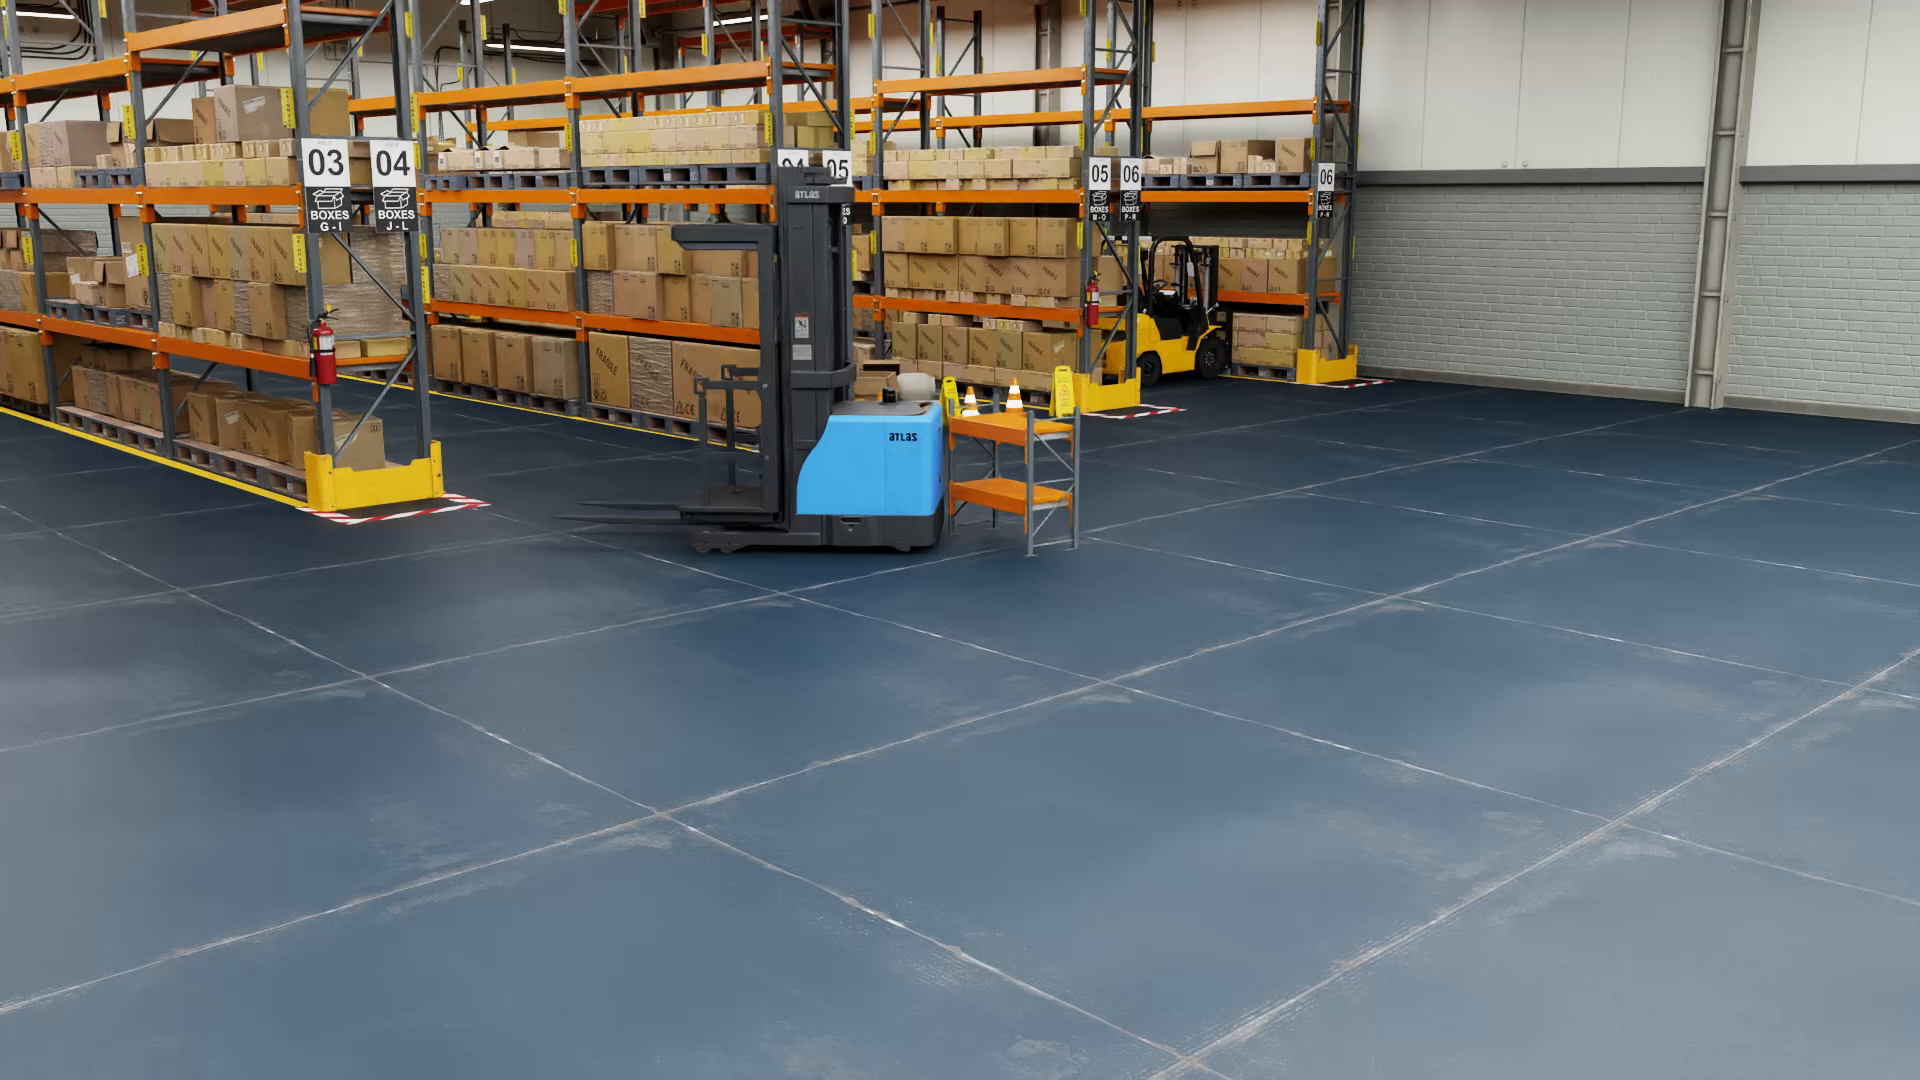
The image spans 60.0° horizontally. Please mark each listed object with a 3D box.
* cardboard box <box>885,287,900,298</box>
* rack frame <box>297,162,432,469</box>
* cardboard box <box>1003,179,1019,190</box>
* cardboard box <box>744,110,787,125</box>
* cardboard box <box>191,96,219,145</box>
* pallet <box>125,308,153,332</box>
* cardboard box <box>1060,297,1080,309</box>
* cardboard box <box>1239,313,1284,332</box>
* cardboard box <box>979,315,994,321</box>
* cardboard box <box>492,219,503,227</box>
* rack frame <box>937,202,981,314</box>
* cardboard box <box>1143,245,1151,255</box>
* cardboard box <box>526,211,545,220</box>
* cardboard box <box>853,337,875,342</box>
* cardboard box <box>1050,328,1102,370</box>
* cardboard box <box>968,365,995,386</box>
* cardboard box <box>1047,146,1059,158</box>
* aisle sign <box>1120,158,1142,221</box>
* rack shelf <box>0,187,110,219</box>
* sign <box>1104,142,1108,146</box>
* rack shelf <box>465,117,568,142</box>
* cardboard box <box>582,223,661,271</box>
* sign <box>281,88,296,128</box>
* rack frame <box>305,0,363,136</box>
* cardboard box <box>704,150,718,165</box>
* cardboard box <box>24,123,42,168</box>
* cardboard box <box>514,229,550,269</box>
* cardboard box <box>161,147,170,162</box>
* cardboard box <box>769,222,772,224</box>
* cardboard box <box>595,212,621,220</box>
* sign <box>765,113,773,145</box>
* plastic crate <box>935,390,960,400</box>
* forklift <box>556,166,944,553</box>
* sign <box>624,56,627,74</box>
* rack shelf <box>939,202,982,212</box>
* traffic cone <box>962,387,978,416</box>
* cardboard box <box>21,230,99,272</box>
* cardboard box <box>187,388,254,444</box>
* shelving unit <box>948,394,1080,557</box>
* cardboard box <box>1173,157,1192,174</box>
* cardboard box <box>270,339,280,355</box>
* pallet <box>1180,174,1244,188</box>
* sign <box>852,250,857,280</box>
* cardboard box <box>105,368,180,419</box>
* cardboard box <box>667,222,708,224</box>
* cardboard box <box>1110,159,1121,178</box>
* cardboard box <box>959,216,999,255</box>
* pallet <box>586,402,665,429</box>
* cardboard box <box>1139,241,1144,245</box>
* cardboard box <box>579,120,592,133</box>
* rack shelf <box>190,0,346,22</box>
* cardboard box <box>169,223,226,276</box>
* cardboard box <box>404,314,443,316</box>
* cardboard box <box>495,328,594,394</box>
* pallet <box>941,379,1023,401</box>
[{"bbox_3d":[-0.850,-3.559,23.873,0.380,0.149,0.250,-11,16,-43],"label":"cardboard box"},{"bbox_3d":[-5.241,-1.808,14.751,1.000,3.000,0.127,-11,16,-43],"label":"rack frame"},{"bbox_3d":[0.790,-4.699,21.975,0.380,0.149,0.250,-11,16,-43],"label":"cardboard box"},{"bbox_3d":[-2.062,-4.477,17.633,0.380,0.149,0.250,-11,16,-42],"label":"cardboard box"},{"bbox_3d":[-7.508,-4.270,17.045,0.500,0.500,0.500,11,16,43],"label":"cardboard box"},{"bbox_3d":[-8.426,-2.429,18.244,1.003,0.211,1.213,-11,16,-43],"label":"pallet"},{"bbox_3d":[1.514,-3.090,21.600,0.380,0.149,0.250,-10,15,-41],"label":"cardboard box"},{"bbox_3d":[4.614,-3.327,25.421,0.500,0.250,0.500,-11,16,-42],"label":"cardboard box"},{"bbox_3d":[0.867,-3.904,29.770,0.875,0.625,0.625,-10,15,-41],"label":"cardboard box"},{"bbox_3d":[-8.635,-5.878,31.783,0.500,0.500,0.500,11,16,44],"label":"cardboard box"},{"bbox_3d":[-0.010,-5.048,30.481,1.000,3.000,0.127,-11,16,-43],"label":"rack frame"},{"bbox_3d":[3.162,-4.676,26.820,0.380,0.149,0.250,-11,16,-43],"label":"cardboard box"},{"bbox_3d":[-7.821,-6.026,30.893,0.380,0.149,0.250,-11,16,-43],"label":"cardboard box"},{"bbox_3d":[-1.699,-2.872,25.387,0.950,0.372,0.625,-10,15,-39],"label":"cardboard box"},{"bbox_3d":[1.553,-2.574,22.388,0.500,0.500,0.500,11,16,43],"label":"cardboard box"},{"bbox_3d":[0.457,-2.280,22.819,0.500,0.250,0.500,11,16,43],"label":"cardboard box"},{"bbox_3d":[1.329,-4.976,21.345,0.380,0.149,0.250,-11,16,-42],"label":"cardboard box"},{"bbox_3d":[2.194,-4.496,21.358,0.394,0.787,0.004,-11,16,-43],"label":"aisle sign"},{"bbox_3d":[-12.147,-4.384,21.605,1.077,0.370,4.000,-11,16,-43],"label":"rack shelf"},{"bbox_3d":[2.366,-6.264,26.887,0.100,0.325,0.005,-11,16,-43],"label":"sign"},{"bbox_3d":[-7.741,-7.622,30.879,1.077,0.370,4.000,-11,16,-43],"label":"rack shelf"},{"bbox_3d":[-4.116,-3.611,20.459,0.875,0.550,0.550,-11,16,-43],"label":"cardboard box"},{"bbox_3d":[-5.656,-3.636,13.998,0.100,0.325,0.005,-11,16,-43],"label":"sign"},{"bbox_3d":[-9.871,-7.174,25.930,1.000,3.000,0.127,-11,16,-43],"label":"rack frame"},{"bbox_3d":[-2.584,-4.197,18.251,0.380,0.149,0.250,-11,16,-42],"label":"cardboard box"},{"bbox_3d":[-10.627,-4.634,19.548,0.500,0.500,0.500,-11,16,-42],"label":"cardboard box"},{"bbox_3d":[-5.398,-3.827,21.826,0.700,0.500,0.500,-11,16,-42],"label":"cardboard box"},{"bbox_3d":[-7.768,-3.863,16.676,0.250,0.149,0.380,11,16,42],"label":"cardboard box"},{"bbox_3d":[-3.609,-6.326,34.459,0.500,0.500,0.500,11,16,44],"label":"cardboard box"},{"bbox_3d":[-6.391,-5.878,30.177,0.380,0.149,0.250,-11,16,-43],"label":"cardboard box"},{"bbox_3d":[-1.986,-4.274,17.293,0.100,0.325,0.005,-11,16,-43],"label":"sign"},{"bbox_3d":[-0.344,-1.999,22.915,0.583,0.080,0.402,6,13,26],"label":"plastic crate"},{"bbox_3d":[-1.673,-1.442,13.146,3.031,2.935,1.130,1,12,4],"label":"forklift"},{"bbox_3d":[-5.976,-8.452,29.622,0.100,0.325,0.005,-11,16,-43],"label":"sign"},{"bbox_3d":[1.371,-5.873,28.834,1.077,0.370,4.000,-11,16,-43],"label":"rack shelf"},{"bbox_3d":[0.129,-1.625,20.150,0.336,0.463,0.334,-11,16,-43],"label":"traffic cone"},{"bbox_3d":[-11.259,-3.624,20.836,0.797,0.503,0.637,-10,15,-41],"label":"cardboard box"},{"bbox_3d":[-7.756,-1.309,17.484,0.500,0.500,0.500,11,16,43],"label":"cardboard box"},{"bbox_3d":[0.415,-0.532,13.205,0.538,1.125,1.048,-8,14,-36],"label":"shelving unit"},{"bbox_3d":[3.557,-5.864,26.049,0.258,0.266,0.396,11,16,44],"label":"cardboard box"},{"bbox_3d":[-6.130,-1.802,15.346,0.380,0.149,0.250,-11,16,-43],"label":"cardboard box"},{"bbox_3d":[4.198,-5.591,25.903,1.003,0.211,1.213,-11,16,-43],"label":"pallet"},{"bbox_3d":[-1.178,-3.023,18.310,0.100,0.325,0.005,-11,16,-43],"label":"sign"},{"bbox_3d":[-9.499,-1.710,19.384,0.700,0.500,0.500,-9,15,-38],"label":"cardboard box"},{"bbox_3d":[-4.504,-5.007,27.557,0.500,0.500,0.500,-11,16,-42],"label":"cardboard box"},{"bbox_3d":[1.772,-4.840,21.673,0.500,0.250,0.500,-11,16,-44],"label":"cardboard box"},{"bbox_3d":[0.401,-4.144,22.630,0.700,0.500,0.500,-11,16,-43],"label":"cardboard box"},{"bbox_3d":[-3.877,-1.580,20.558,1.003,0.211,1.213,-11,16,-43],"label":"pallet"},{"bbox_3d":[3.016,-4.866,27.003,0.380,0.149,0.250,-11,16,-42],"label":"cardboard box"},{"bbox_3d":[-4.340,-4.959,19.970,0.380,0.149,0.250,-11,16,-42],"label":"cardboard box"},{"bbox_3d":[-11.252,-8.741,27.083,1.077,0.370,4.000,-11,16,-43],"label":"rack shelf"},{"bbox_3d":[-7.530,-2.902,16.600,0.500,0.500,0.500,-11,16,-43],"label":"cardboard box"},{"bbox_3d":[-8.092,-3.283,25.206,0.500,0.250,0.500,-11,16,-42],"label":"cardboard box"},{"bbox_3d":[-5.503,-2.391,22.117,1.050,0.750,0.750,-11,16,-43],"label":"cardboard box"},{"bbox_3d":[0.501,-2.135,23.253,1.003,0.211,1.213,-11,16,-43],"label":"pallet"}]
